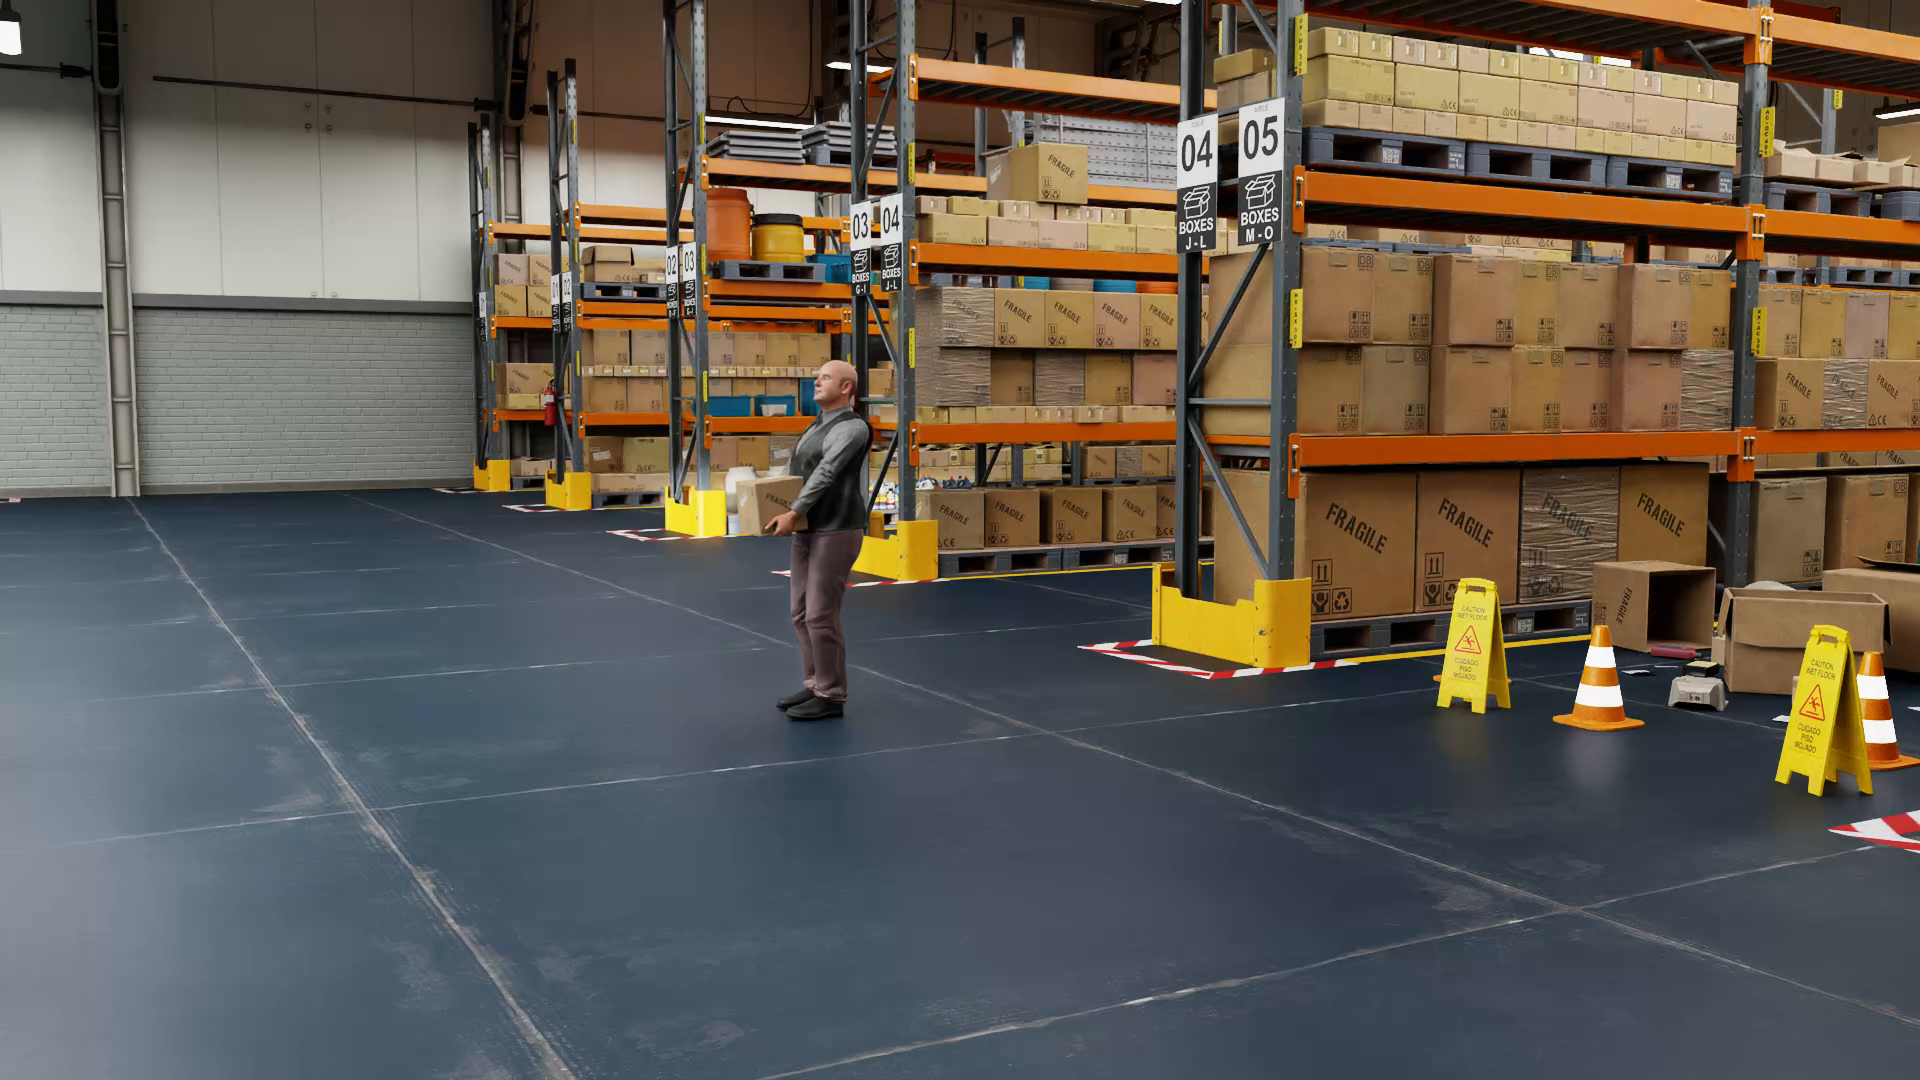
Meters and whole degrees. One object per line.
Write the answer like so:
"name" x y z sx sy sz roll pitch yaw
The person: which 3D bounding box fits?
"person" -0.724 -0.006 8.001 0.551 1.712 0.494 -3 6 -29
